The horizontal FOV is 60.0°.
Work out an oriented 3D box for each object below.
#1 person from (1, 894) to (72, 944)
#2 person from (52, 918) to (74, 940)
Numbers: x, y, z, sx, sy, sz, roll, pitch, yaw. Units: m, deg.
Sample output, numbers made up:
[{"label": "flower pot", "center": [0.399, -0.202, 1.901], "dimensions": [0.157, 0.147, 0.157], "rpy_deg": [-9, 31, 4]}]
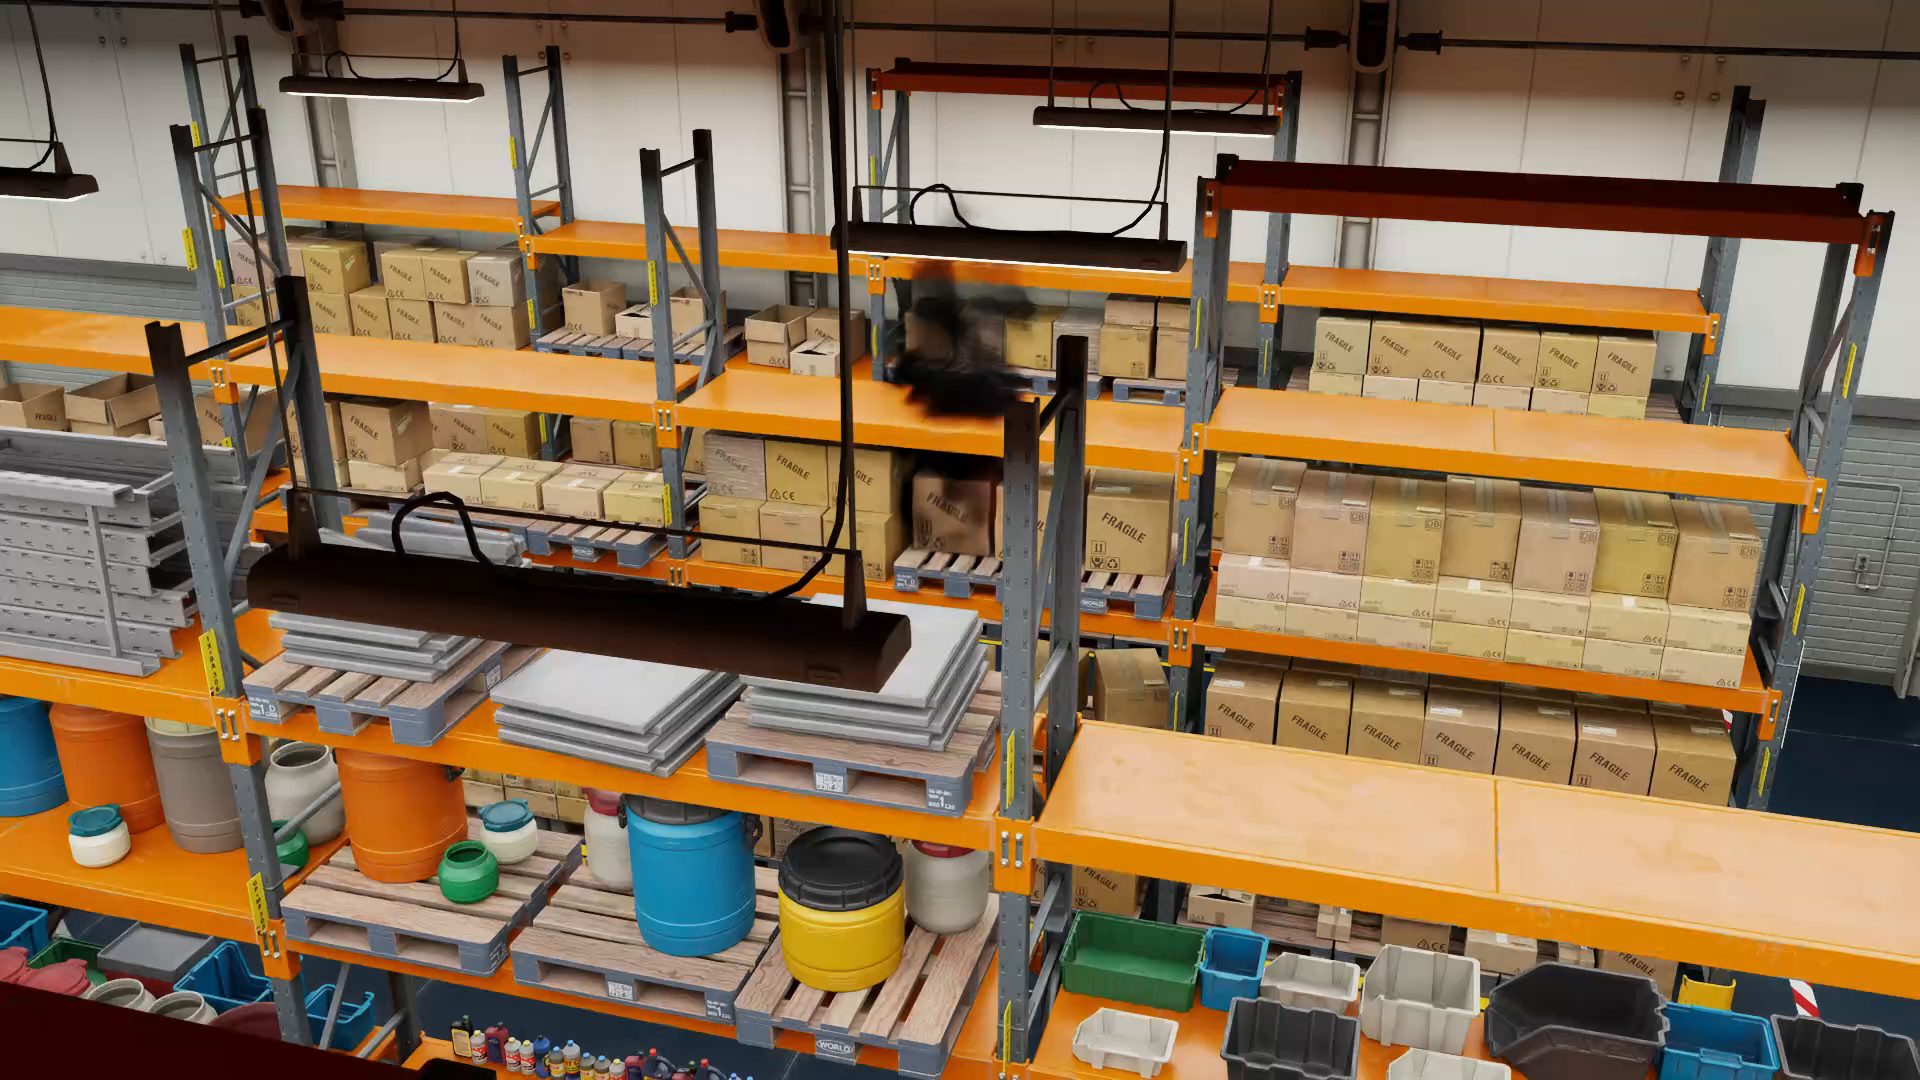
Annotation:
[{"label": "person", "center": [-6.675, 2.676, 12.142], "dimensions": [0.767, 1.687, 0.668], "rpy_deg": [6, 23, 13]}, {"label": "person", "center": [-7.275, 2.429, 12.647], "dimensions": [0.727, 1.836, 0.640], "rpy_deg": [4, 23, 9]}]
